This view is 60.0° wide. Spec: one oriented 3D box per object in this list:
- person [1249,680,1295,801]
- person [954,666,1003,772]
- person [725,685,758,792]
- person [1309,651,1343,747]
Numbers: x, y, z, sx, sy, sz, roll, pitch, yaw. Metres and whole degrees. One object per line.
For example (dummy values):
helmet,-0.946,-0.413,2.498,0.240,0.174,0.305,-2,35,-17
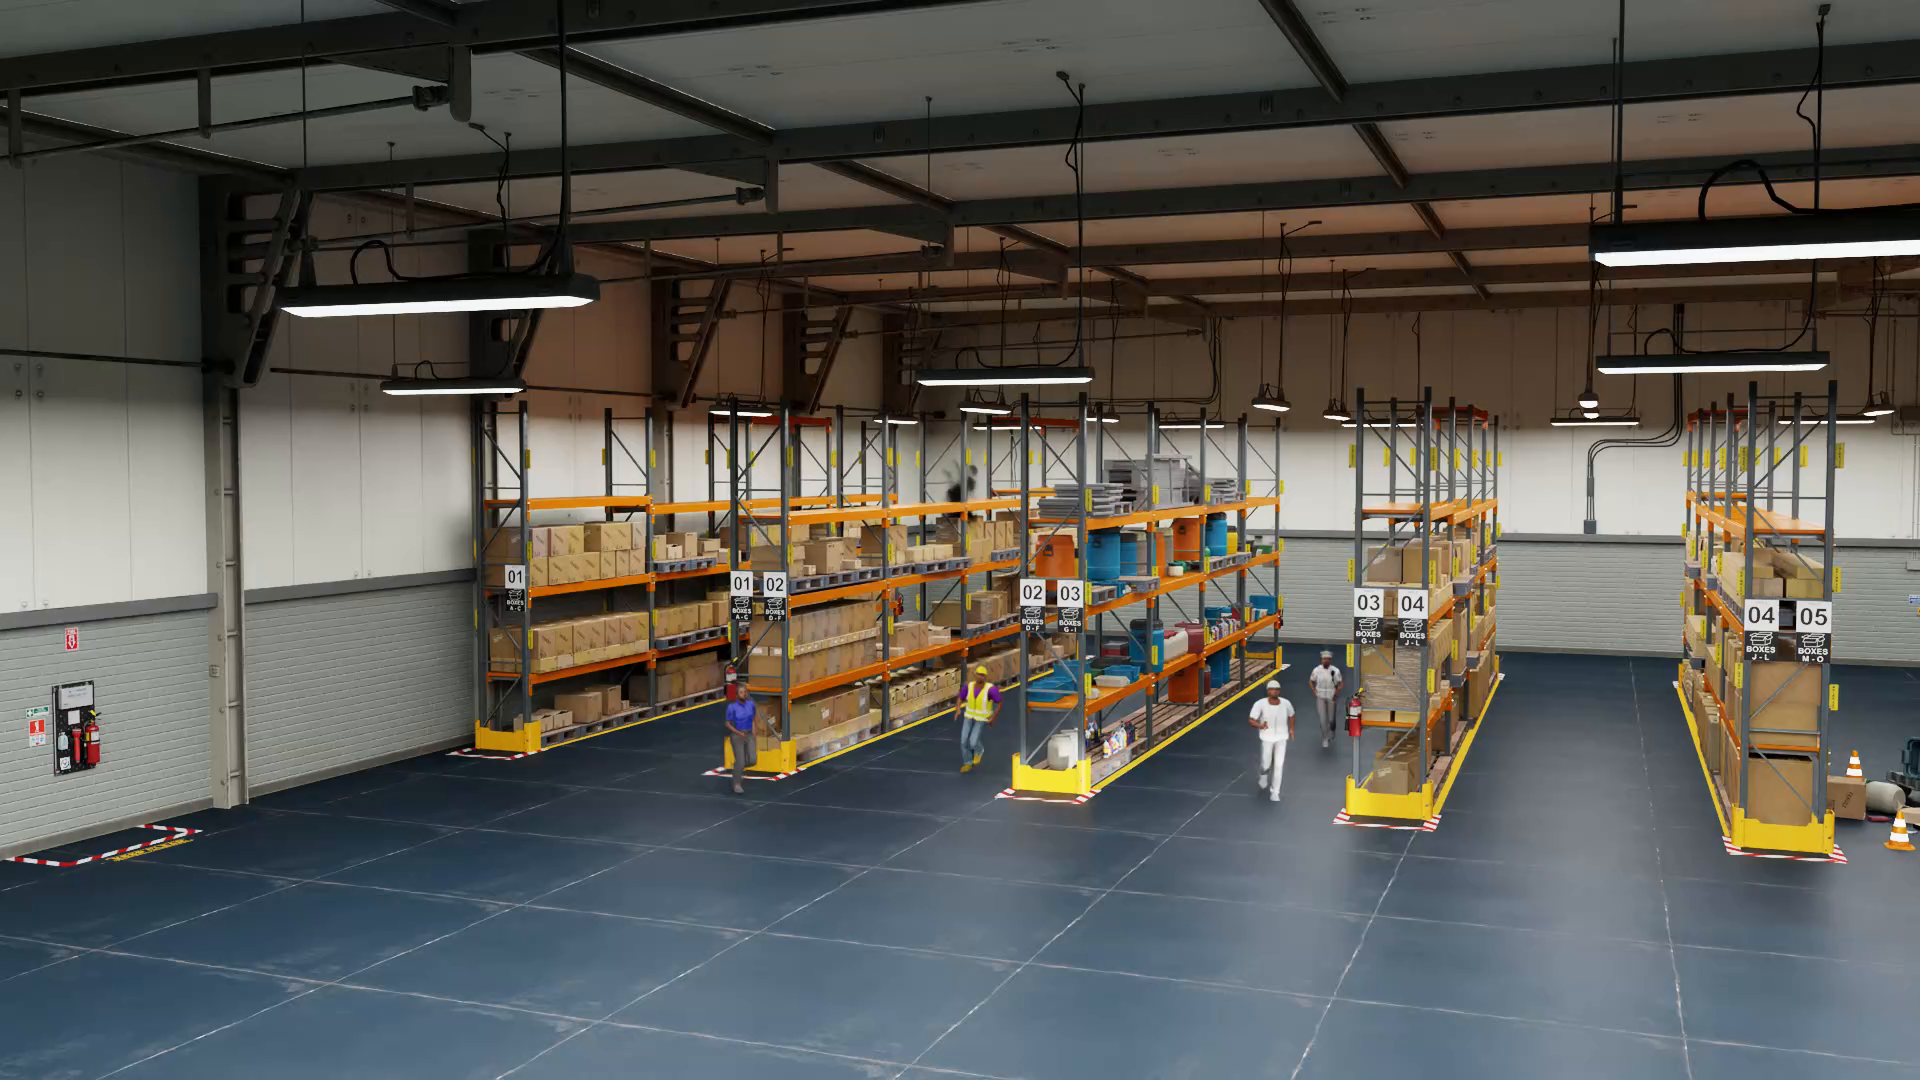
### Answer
person,4.610,2.930,24.533,0.709,1.740,0.804,0,3,1
person,0.272,2.868,26.602,0.756,1.716,0.537,1,3,24
person,-3.264,2.995,25.040,0.600,1.608,0.626,-2,3,-35
person,6.396,2.757,29.086,0.587,1.666,0.601,1,3,15
